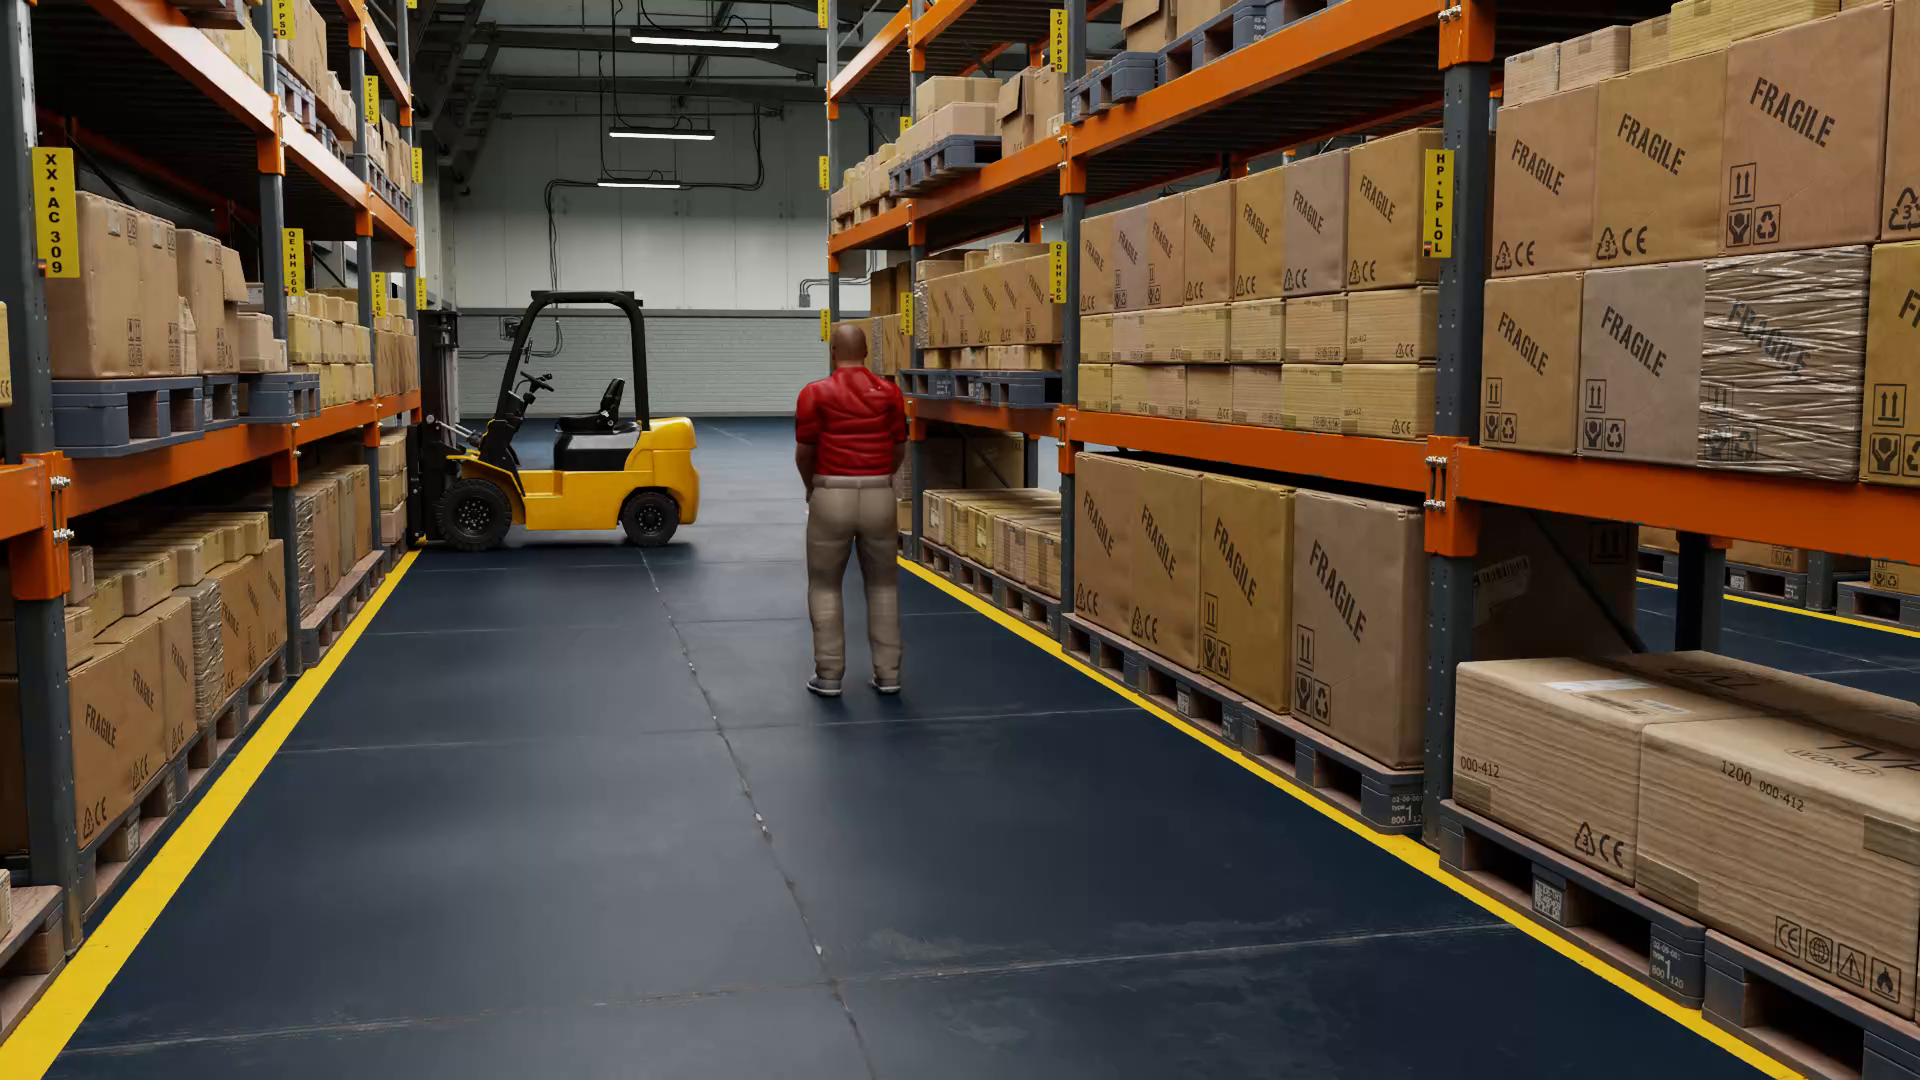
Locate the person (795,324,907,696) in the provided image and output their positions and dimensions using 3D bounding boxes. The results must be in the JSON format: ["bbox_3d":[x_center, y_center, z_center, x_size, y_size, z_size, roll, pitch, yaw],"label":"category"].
[{"bbox_3d":[-0.527,-0.147,7.866,0.527,1.732,0.496,-2,6,-14],"label":"person"}]
